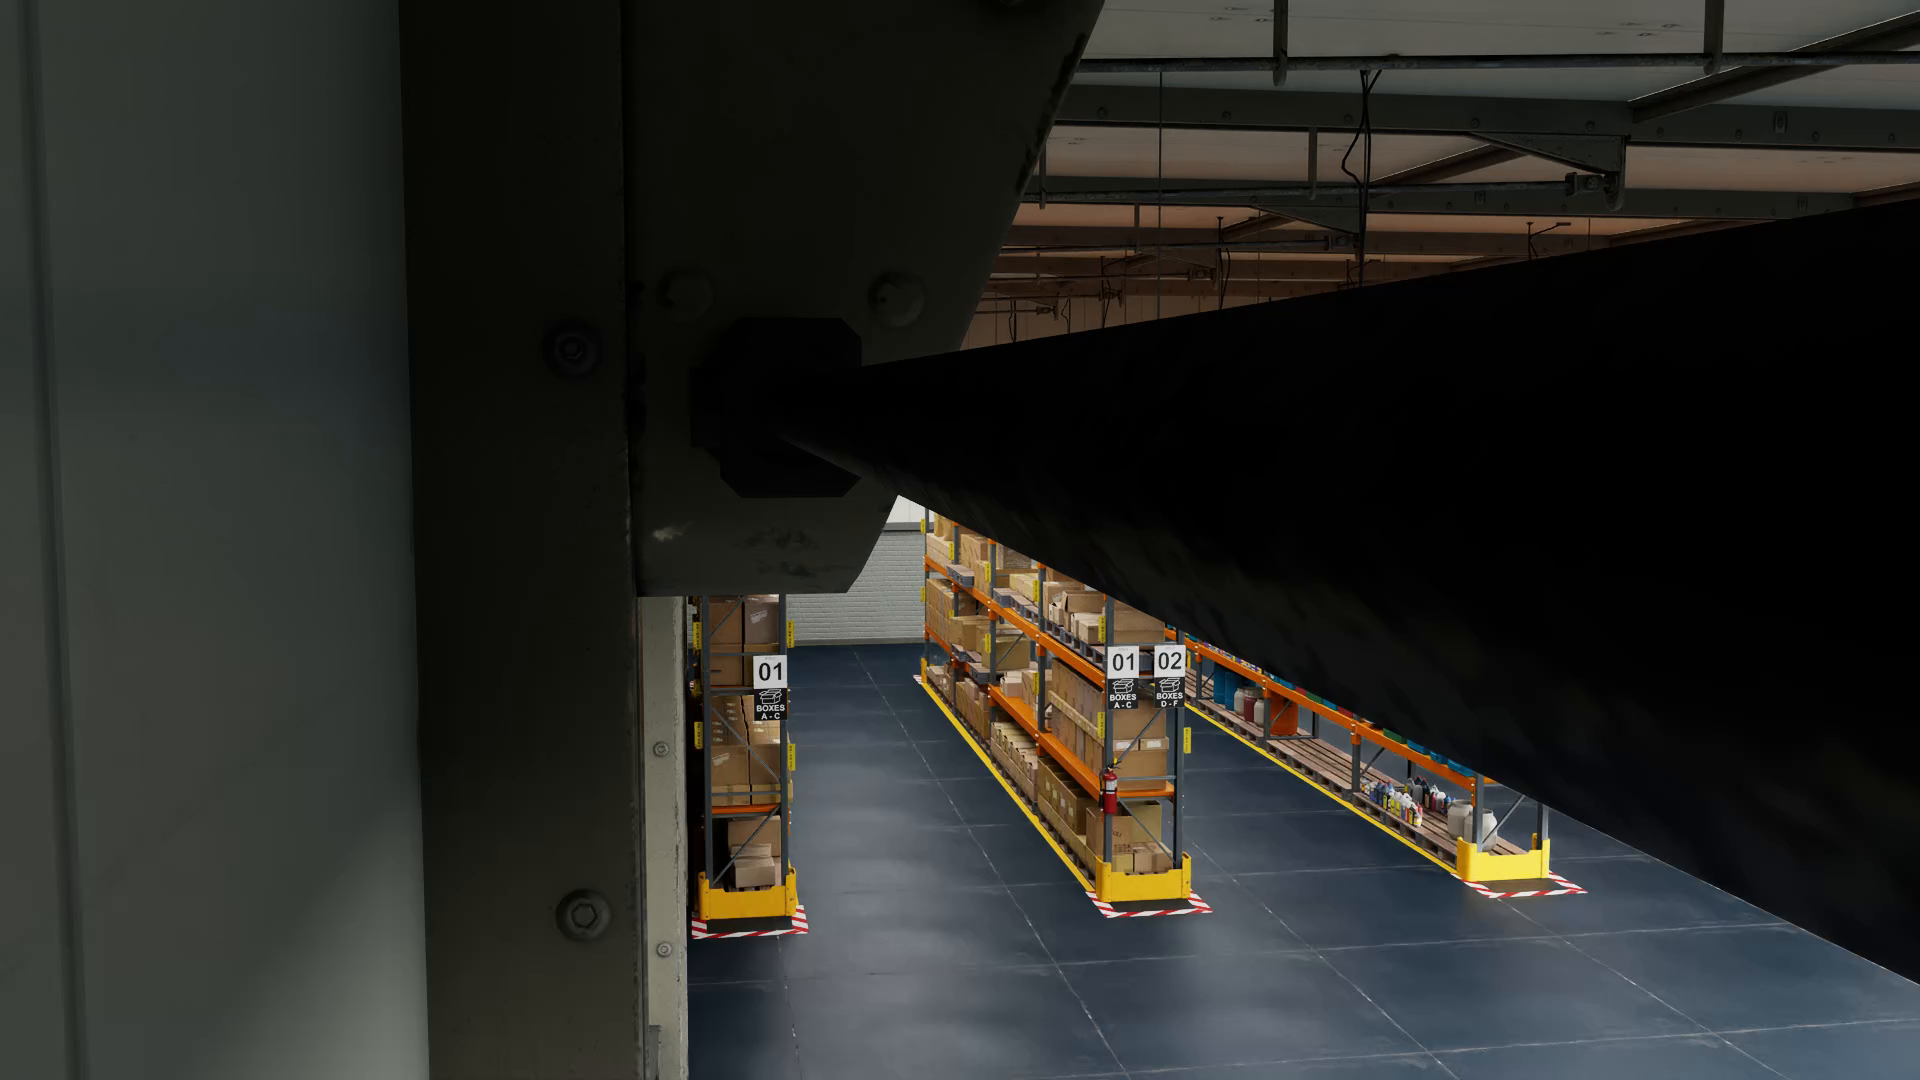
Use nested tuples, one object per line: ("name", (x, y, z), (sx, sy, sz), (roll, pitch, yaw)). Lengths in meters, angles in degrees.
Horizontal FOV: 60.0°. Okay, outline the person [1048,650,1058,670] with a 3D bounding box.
("person", (1.982, 2.158, 34.936), (0.551, 1.620, 0.509), (-2, 5, -17))
